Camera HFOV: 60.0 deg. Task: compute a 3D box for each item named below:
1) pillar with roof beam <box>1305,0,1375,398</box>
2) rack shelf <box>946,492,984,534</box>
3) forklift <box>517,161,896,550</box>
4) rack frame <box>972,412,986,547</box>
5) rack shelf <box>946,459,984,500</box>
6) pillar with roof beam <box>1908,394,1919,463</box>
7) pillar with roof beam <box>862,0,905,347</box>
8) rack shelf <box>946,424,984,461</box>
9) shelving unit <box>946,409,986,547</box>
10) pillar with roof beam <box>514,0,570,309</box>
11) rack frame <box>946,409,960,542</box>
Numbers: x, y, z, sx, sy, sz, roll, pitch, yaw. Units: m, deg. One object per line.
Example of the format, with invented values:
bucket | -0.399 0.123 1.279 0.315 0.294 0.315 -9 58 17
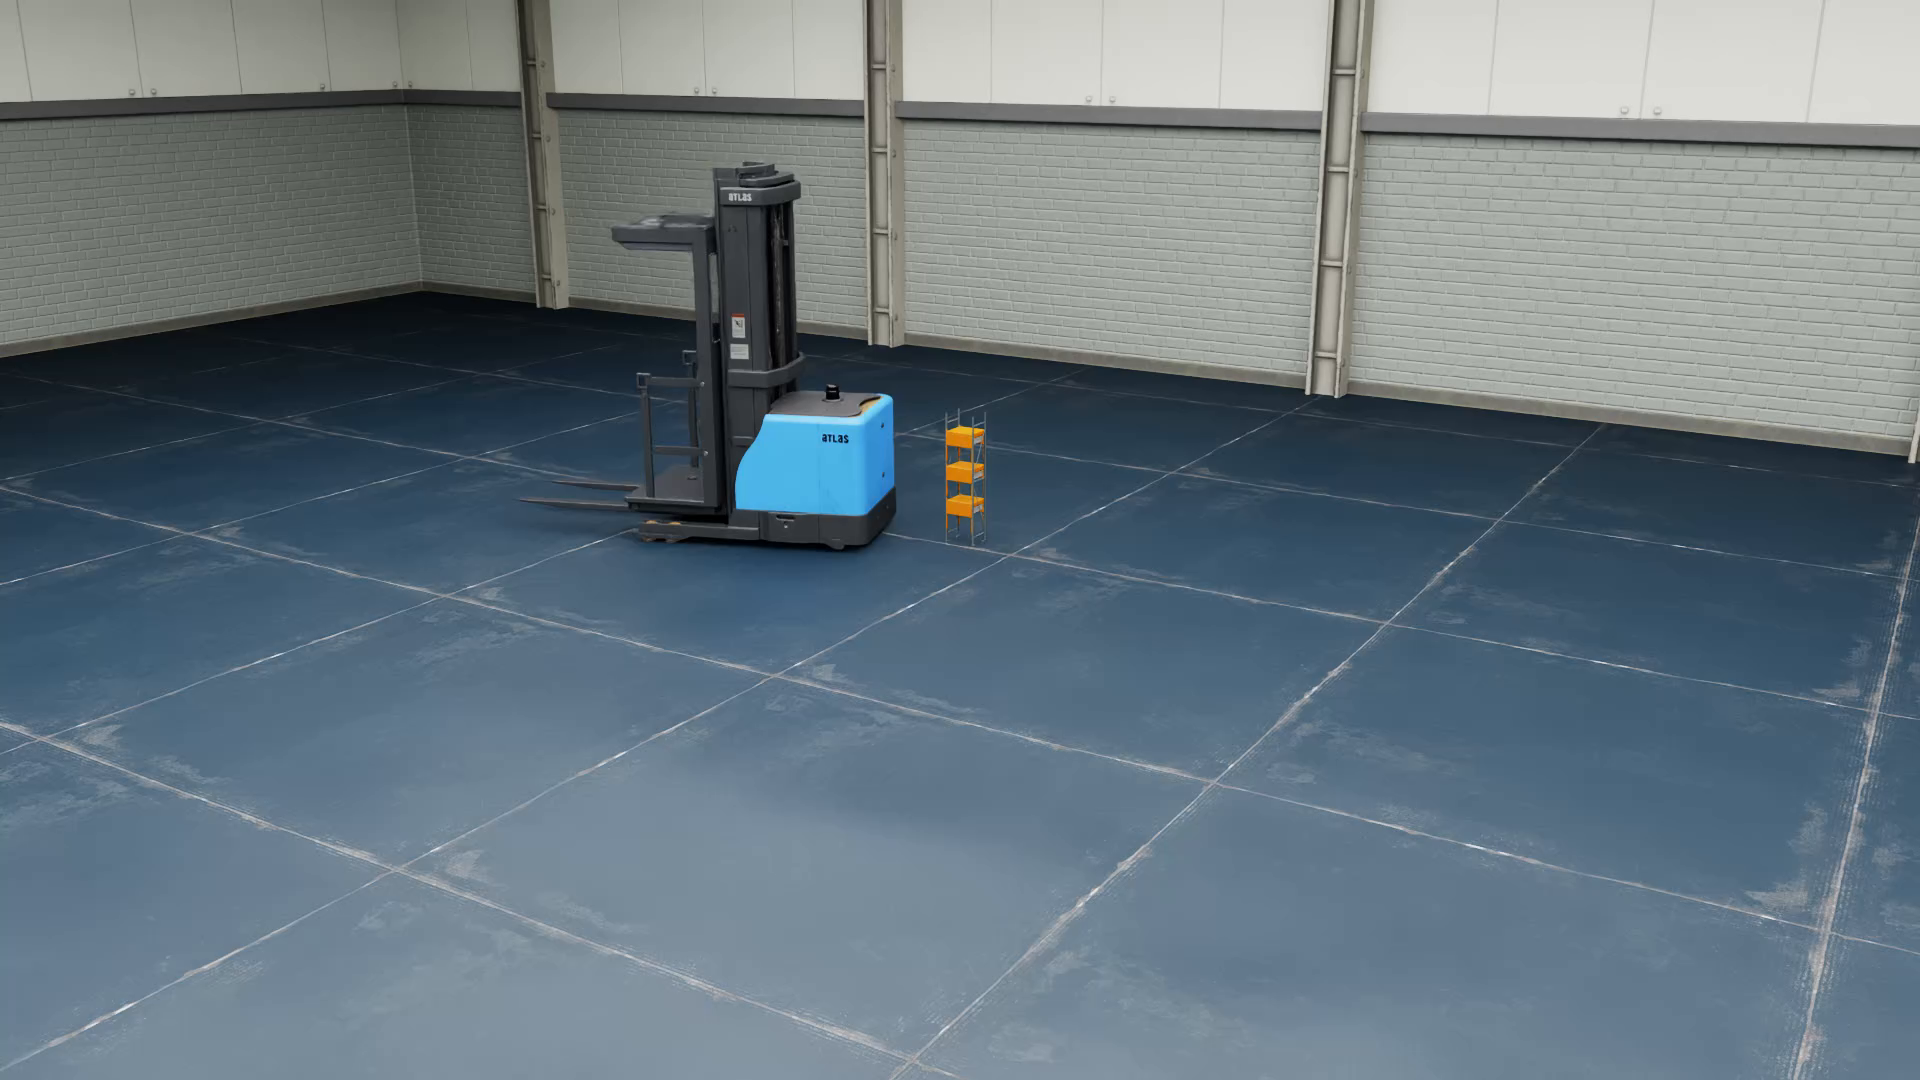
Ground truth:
pillar with roof beam | 1.898 -4.898 14.024 0.400 9.000 9.100 10 20 30
rack shelf | 0.046 -0.218 13.286 0.240 0.259 0.215 10 20 30
forklift | -2.105 -1.525 13.360 3.031 2.935 1.130 4 17 11
rack frame | 0.150 -0.476 13.141 0.008 1.050 0.200 10 20 30
rack shelf | 0.046 -0.484 13.205 0.240 0.259 0.215 10 20 30
pillar with roof beam | 7.011 -3.986 11.019 0.400 9.000 9.100 10 20 30
pillar with roof beam | -3.215 -5.811 17.028 0.400 9.000 9.100 10 20 30
rack shelf | 0.046 -0.756 13.122 0.240 0.259 0.215 10 20 30
shelving unit | 0.046 -0.494 13.202 0.252 1.050 0.215 10 20 30
pillar with roof beam | -8.327 -6.724 20.033 0.400 9.000 9.100 10 20 30
rack frame | -0.058 -0.513 13.263 0.008 1.050 0.200 10 20 30
